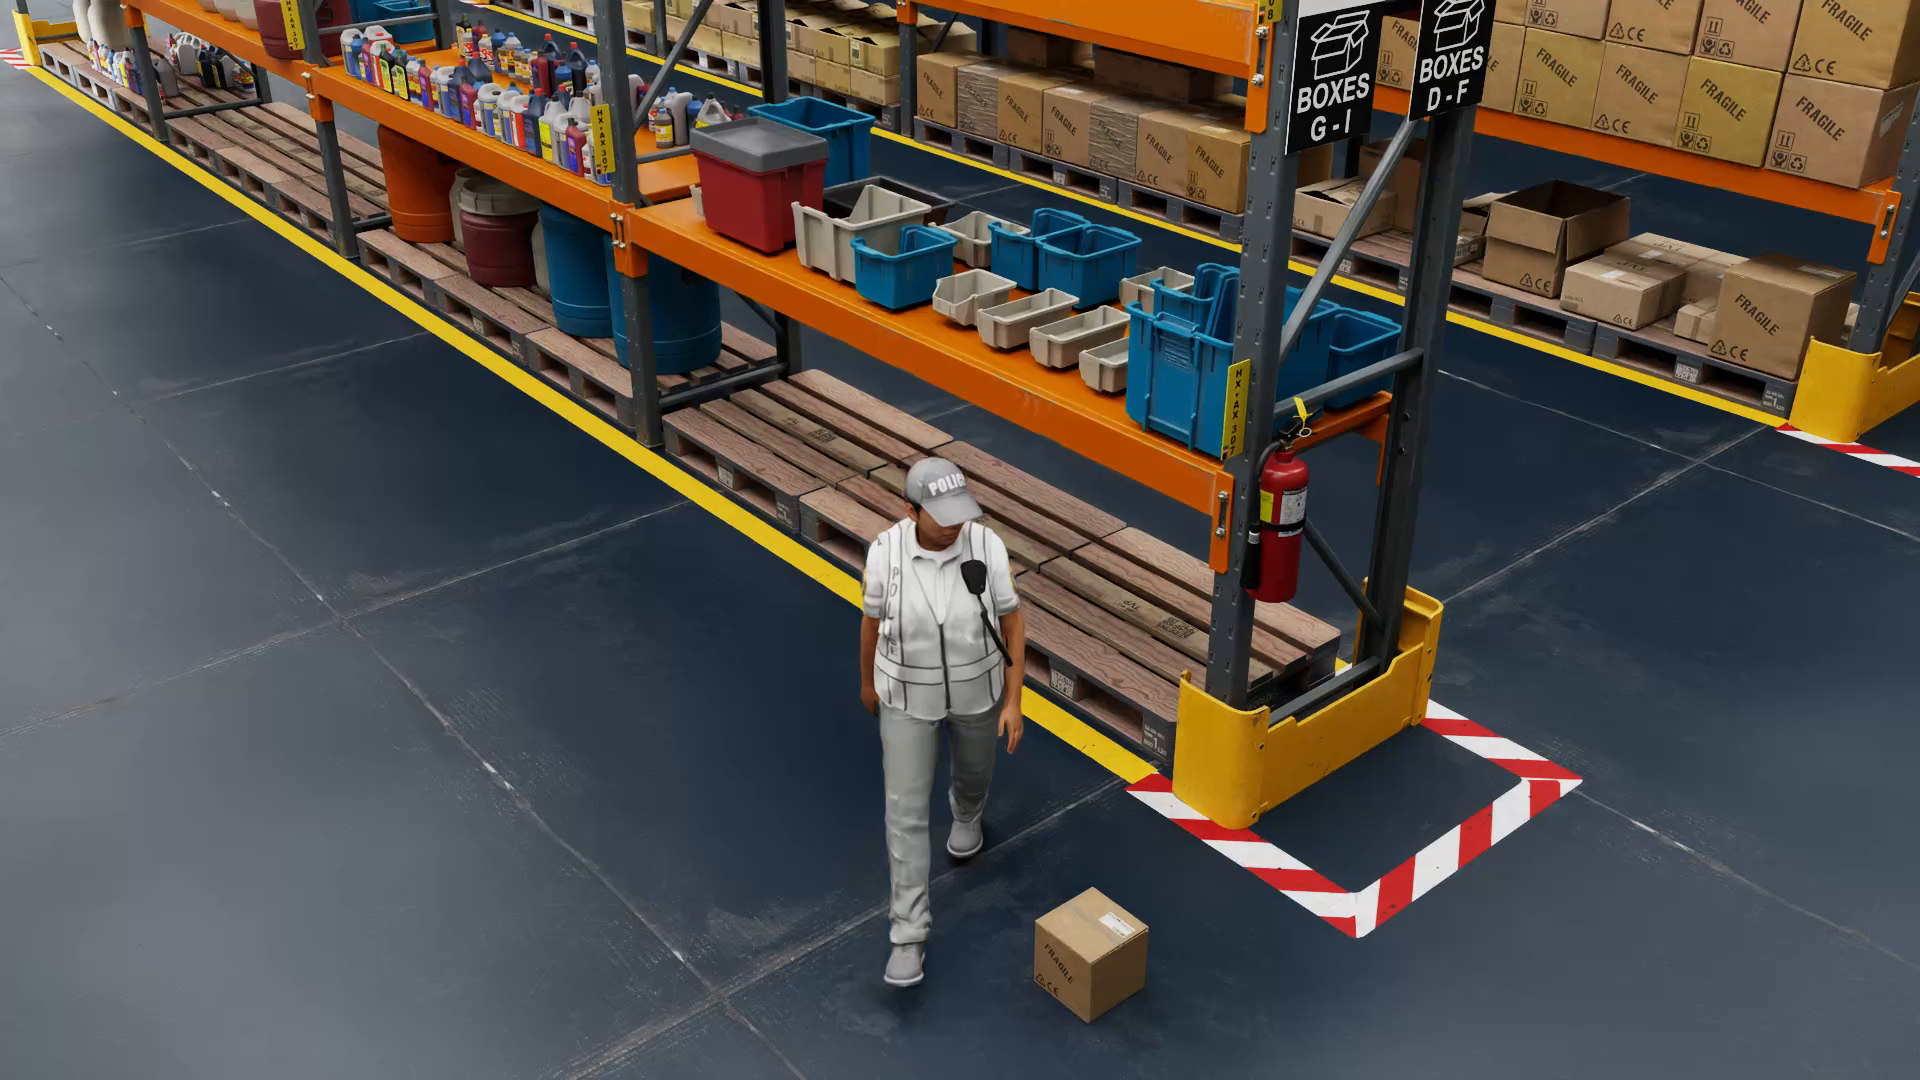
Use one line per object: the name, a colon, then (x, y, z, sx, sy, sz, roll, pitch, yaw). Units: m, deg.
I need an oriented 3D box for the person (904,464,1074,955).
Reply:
person: (0.109, 0.514, 5.180, 0.609, 1.695, 0.422, -22, 35, -35)
